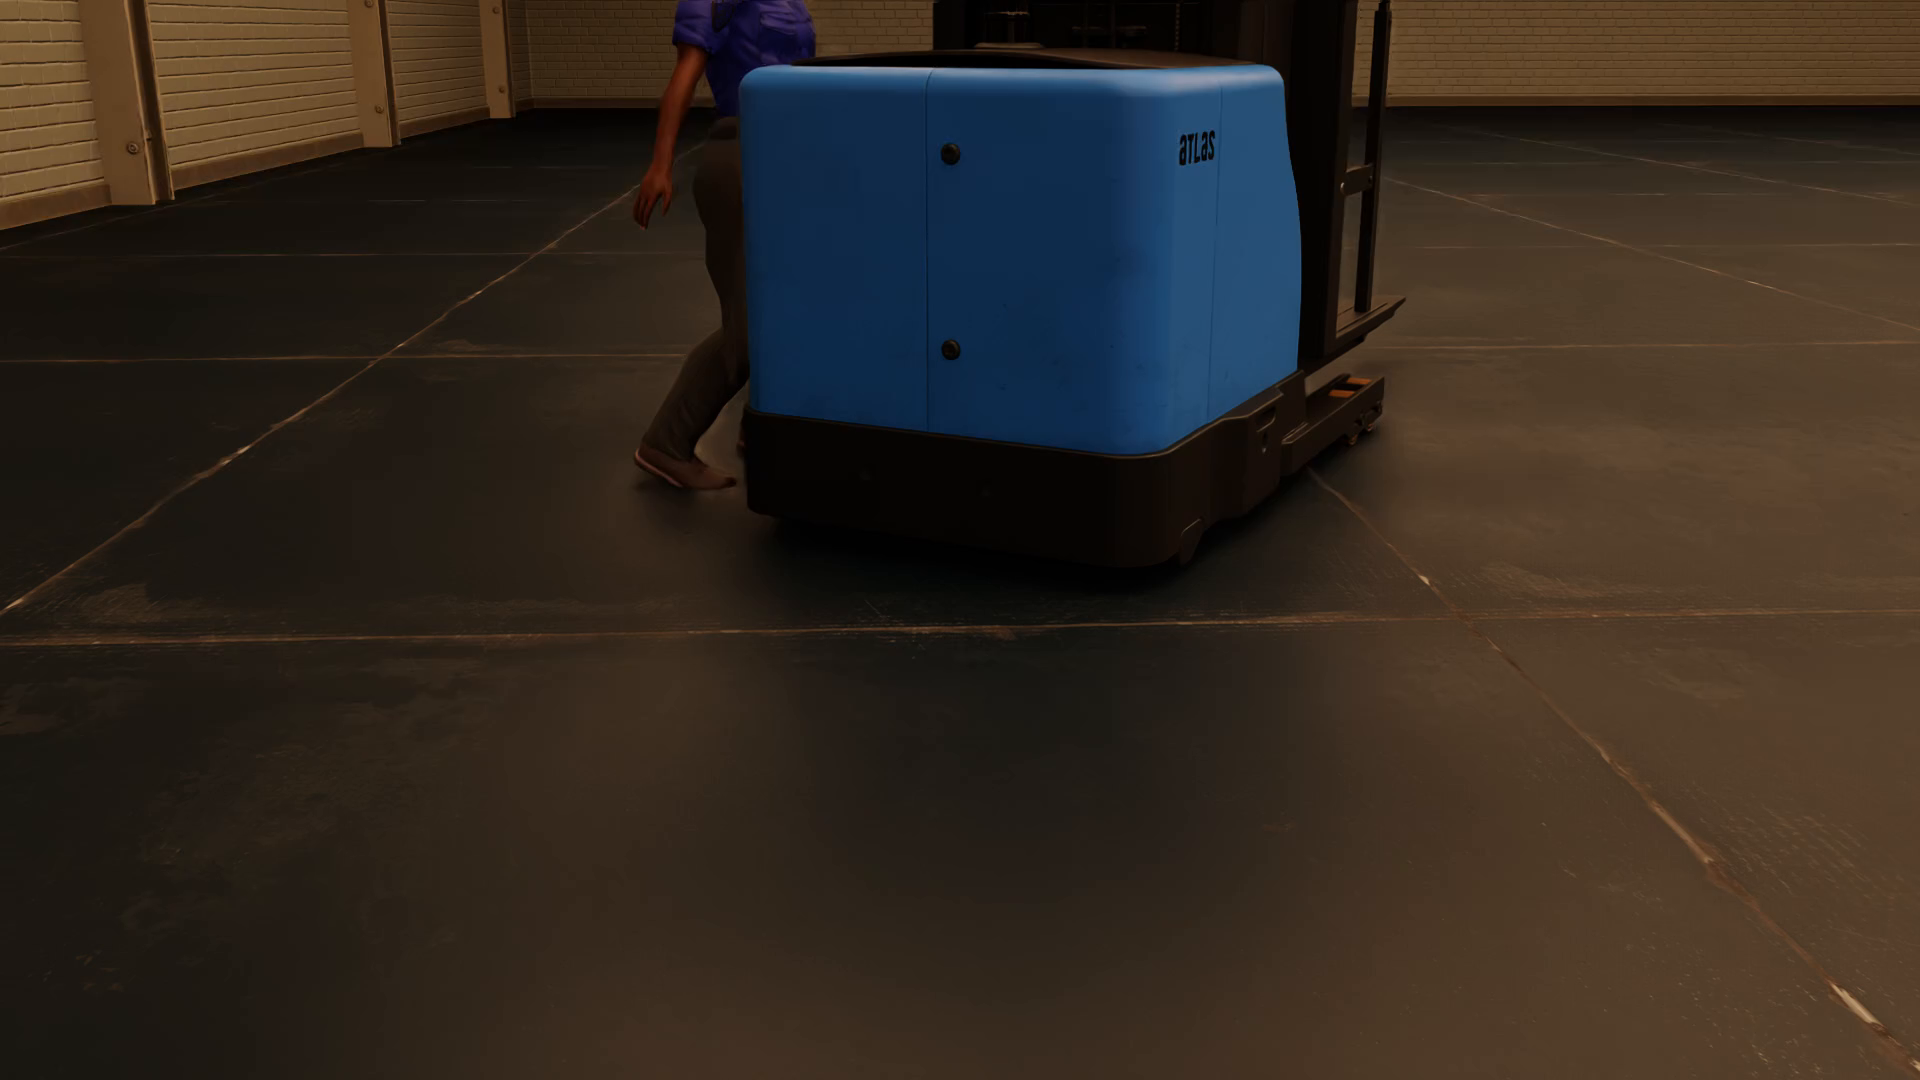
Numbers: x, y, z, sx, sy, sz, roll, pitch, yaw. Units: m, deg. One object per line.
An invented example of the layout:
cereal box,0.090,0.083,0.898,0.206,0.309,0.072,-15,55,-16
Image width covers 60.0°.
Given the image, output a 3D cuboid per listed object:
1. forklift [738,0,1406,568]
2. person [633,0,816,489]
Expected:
forklift,0.622,-1.726,4.550,1.130,2.935,3.031,9,19,26
person,-0.596,-0.920,4.298,0.472,1.602,0.818,5,18,17
